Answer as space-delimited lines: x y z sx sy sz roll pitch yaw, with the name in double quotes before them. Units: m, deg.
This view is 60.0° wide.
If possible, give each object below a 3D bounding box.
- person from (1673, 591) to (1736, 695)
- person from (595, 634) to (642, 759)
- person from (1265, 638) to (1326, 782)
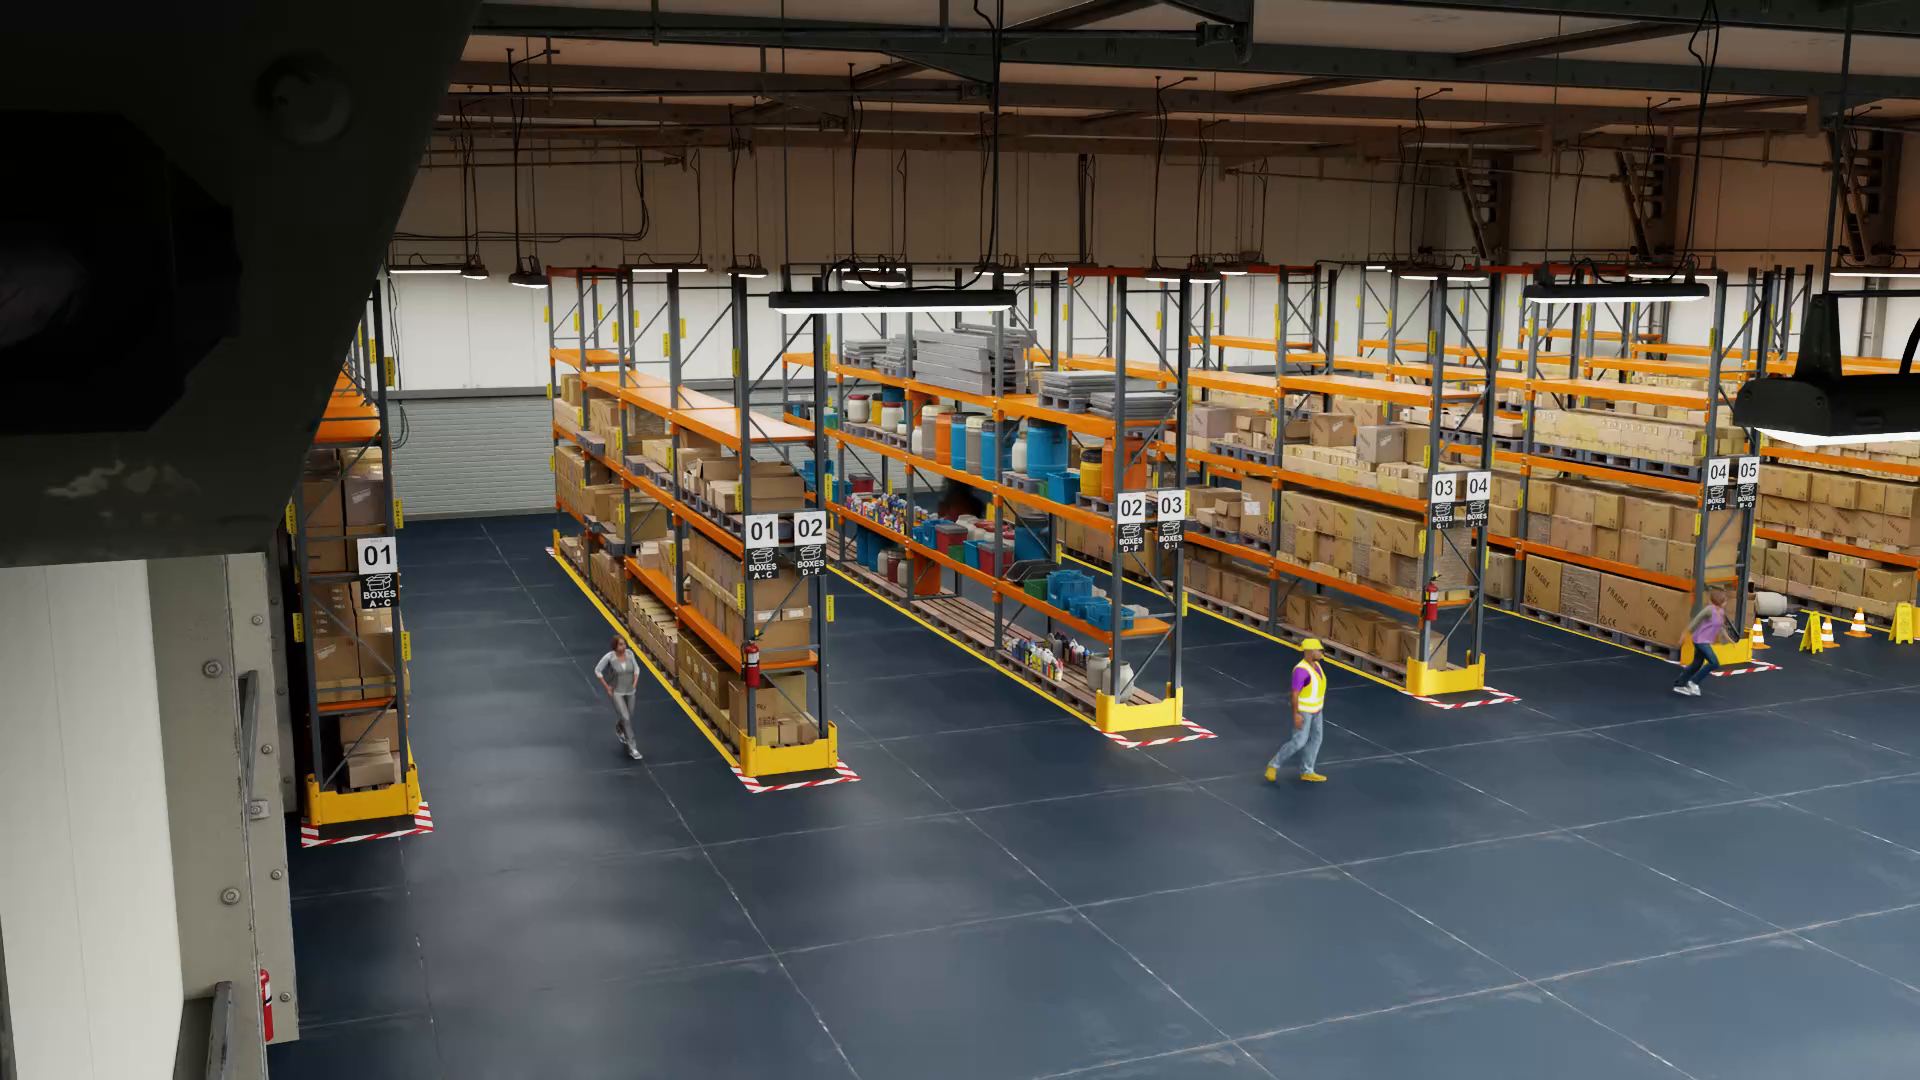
"person" 10.659 1.470 23.754 0.749 1.533 0.462 8 13 39
"person" -4.299 1.934 20.967 0.544 1.570 0.825 -8 13 -38
"person" 4.049 2.043 19.911 0.616 1.751 0.770 7 12 36
